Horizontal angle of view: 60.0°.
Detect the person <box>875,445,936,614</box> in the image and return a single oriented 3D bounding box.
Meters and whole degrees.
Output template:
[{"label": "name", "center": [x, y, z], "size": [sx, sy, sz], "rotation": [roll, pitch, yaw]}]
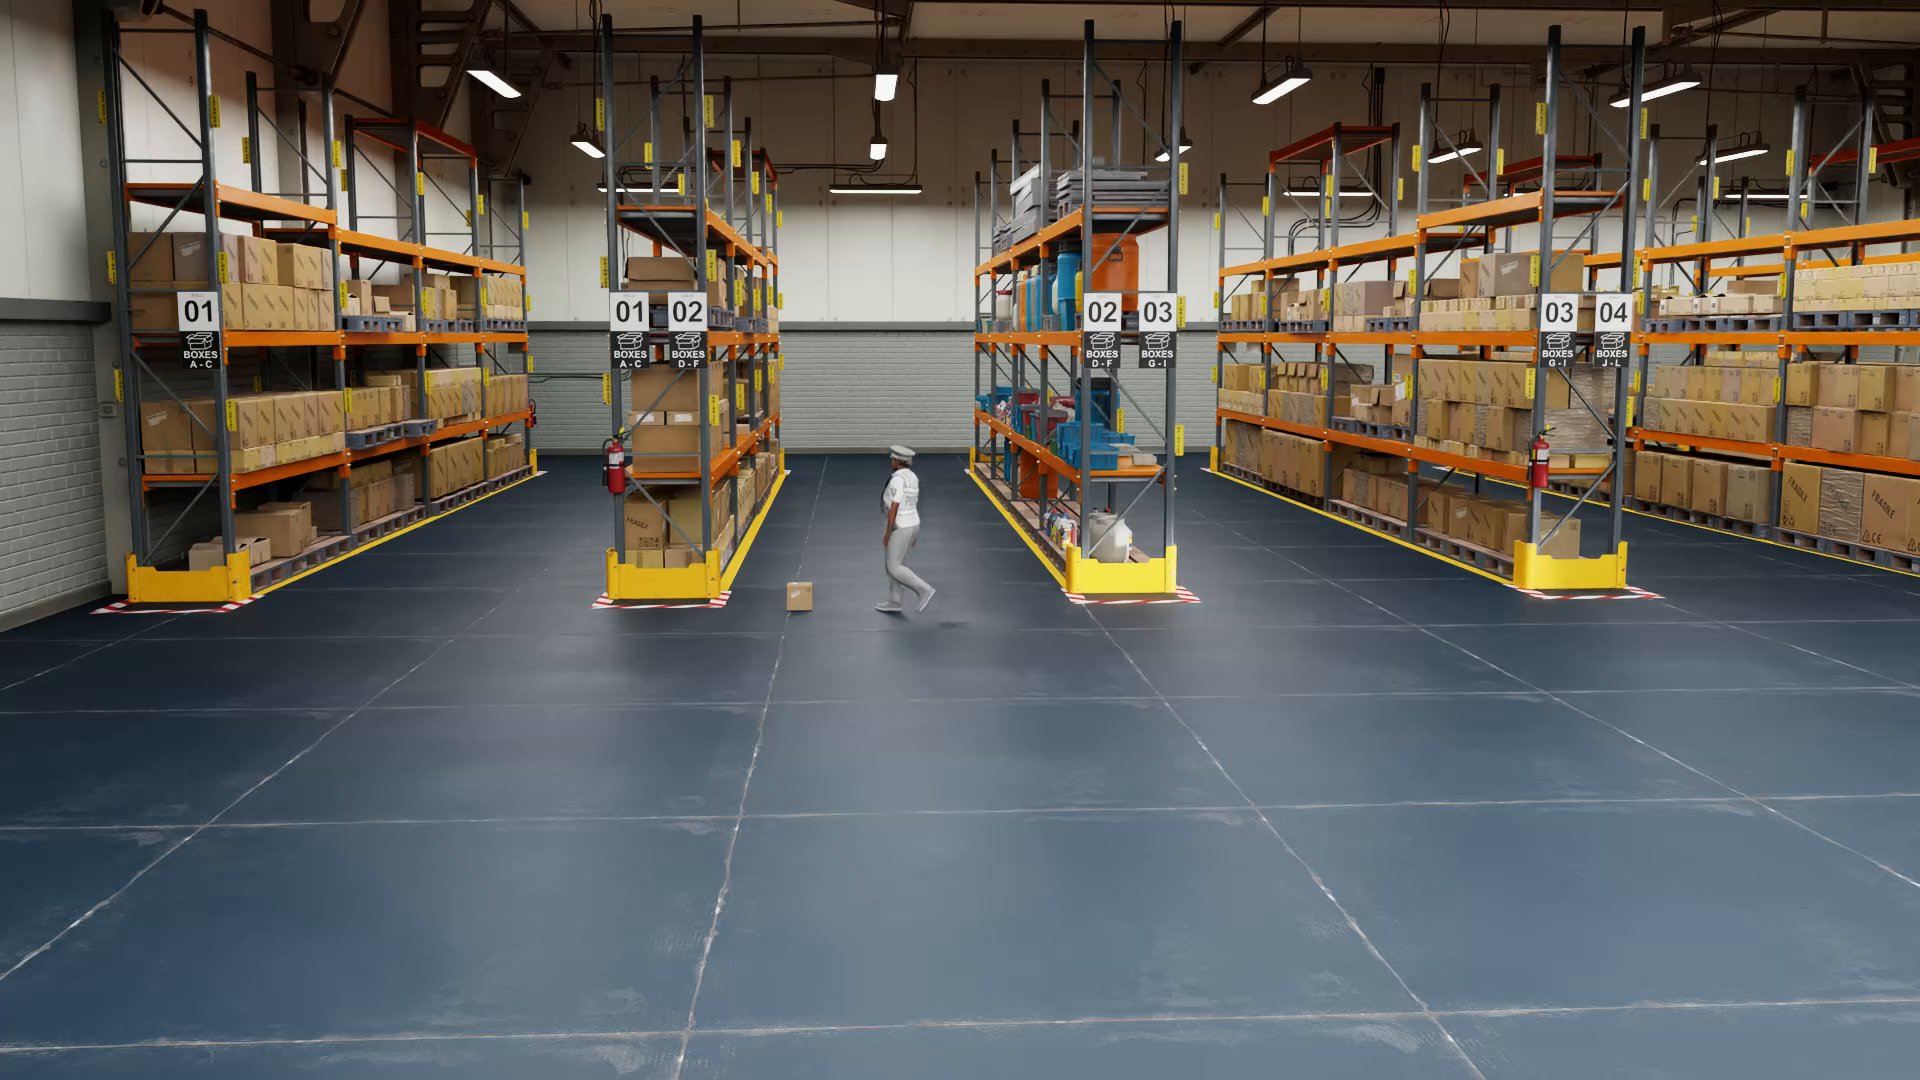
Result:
[{"label": "person", "center": [-0.536, -0.102, 16.479], "size": [0.721, 1.654, 0.464], "rotation": [3, 8, 24]}]
